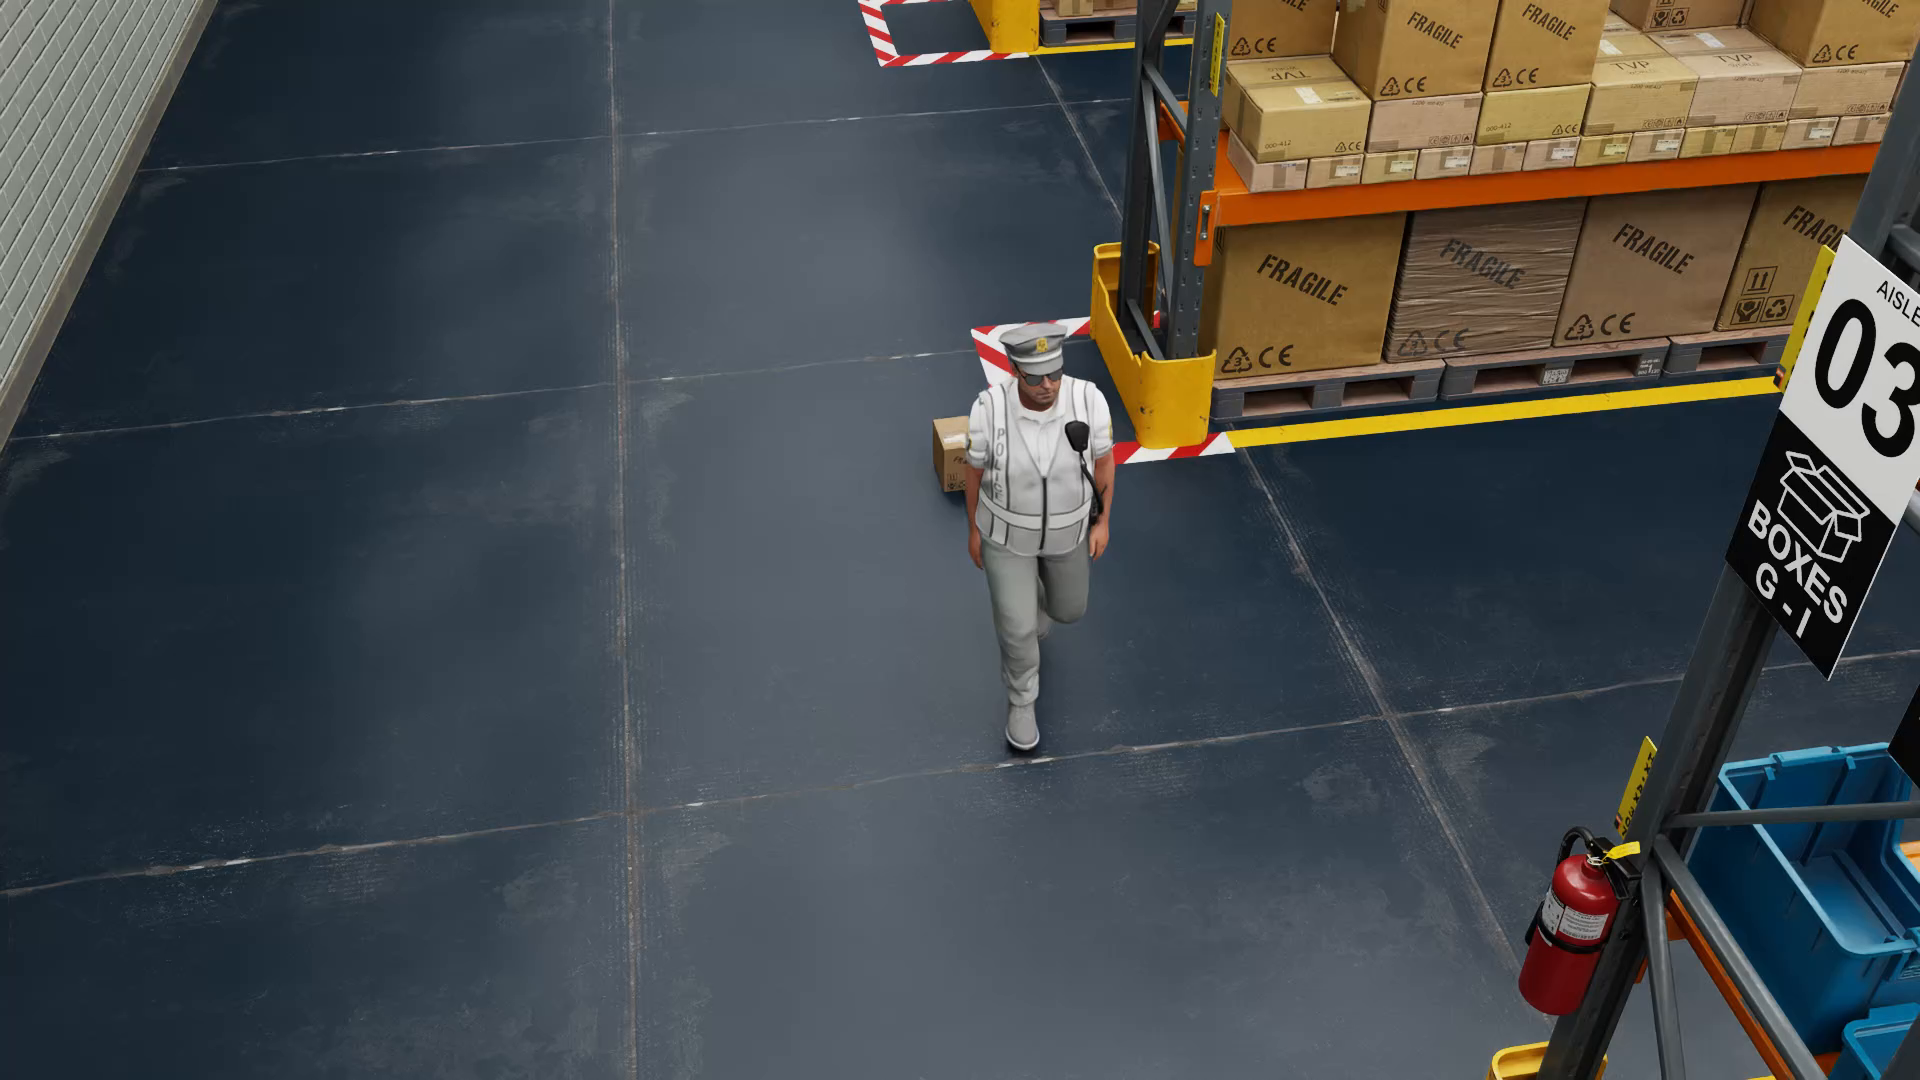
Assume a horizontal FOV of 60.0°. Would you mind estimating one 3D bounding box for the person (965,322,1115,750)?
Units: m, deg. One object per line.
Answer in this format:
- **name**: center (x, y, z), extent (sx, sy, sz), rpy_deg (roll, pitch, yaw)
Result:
- **person**: center (0.291, -0.099, 6.236), extent (0.548, 1.736, 0.793), rpy_deg (-5, 39, -6)
